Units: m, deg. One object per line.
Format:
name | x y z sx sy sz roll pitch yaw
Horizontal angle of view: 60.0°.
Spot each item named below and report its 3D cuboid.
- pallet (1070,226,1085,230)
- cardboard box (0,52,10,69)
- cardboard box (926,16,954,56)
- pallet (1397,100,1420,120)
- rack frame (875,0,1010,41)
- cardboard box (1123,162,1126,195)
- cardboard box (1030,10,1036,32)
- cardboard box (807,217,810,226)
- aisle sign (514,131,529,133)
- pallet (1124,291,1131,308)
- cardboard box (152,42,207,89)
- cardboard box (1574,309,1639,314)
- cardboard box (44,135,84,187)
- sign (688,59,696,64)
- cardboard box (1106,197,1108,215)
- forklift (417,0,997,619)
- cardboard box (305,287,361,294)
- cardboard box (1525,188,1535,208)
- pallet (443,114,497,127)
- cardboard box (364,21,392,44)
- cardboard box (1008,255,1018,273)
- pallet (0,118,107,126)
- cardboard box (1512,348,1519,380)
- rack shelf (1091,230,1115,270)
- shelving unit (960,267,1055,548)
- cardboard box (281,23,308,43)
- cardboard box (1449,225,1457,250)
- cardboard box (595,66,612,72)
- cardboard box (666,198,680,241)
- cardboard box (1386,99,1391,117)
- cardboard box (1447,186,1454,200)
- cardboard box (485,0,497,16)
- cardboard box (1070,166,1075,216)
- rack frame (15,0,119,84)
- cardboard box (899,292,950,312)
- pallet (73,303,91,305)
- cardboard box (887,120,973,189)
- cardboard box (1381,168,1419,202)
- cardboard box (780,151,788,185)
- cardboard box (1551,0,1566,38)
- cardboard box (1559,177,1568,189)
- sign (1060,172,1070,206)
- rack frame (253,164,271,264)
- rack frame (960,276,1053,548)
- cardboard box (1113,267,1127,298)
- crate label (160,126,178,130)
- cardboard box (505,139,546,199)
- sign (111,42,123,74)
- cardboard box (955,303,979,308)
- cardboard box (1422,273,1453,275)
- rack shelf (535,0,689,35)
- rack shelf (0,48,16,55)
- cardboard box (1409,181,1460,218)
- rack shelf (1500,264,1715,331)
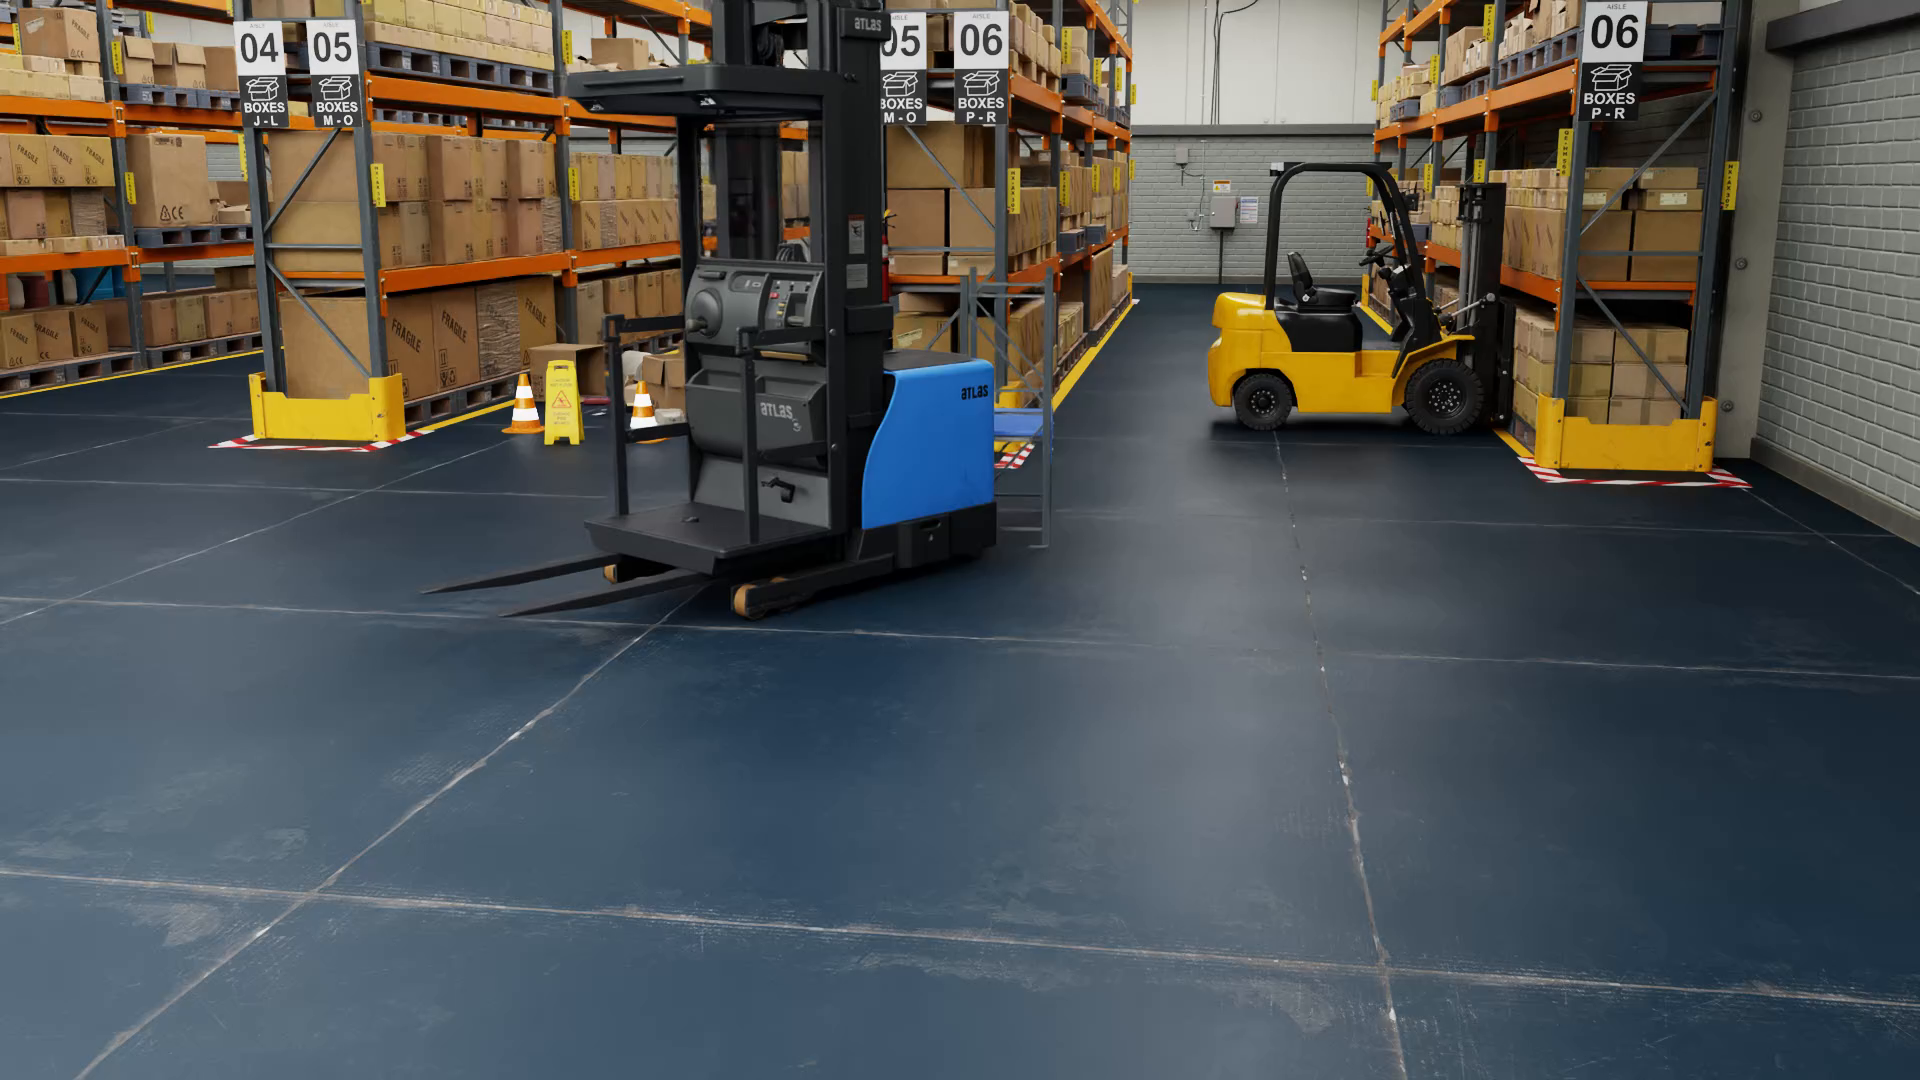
pallet | 0.823 -3.321 18.239 1.003 0.211 1.213 2 12 9
cardboard box | -9.283 -4.553 15.790 0.380 0.149 0.250 2 12 11
cardboard box | -0.331 -3.817 12.613 0.500 0.250 0.500 2 12 8
pallet | 6.281 -5.526 21.340 1.213 0.211 1.003 2 12 9
rack frame | -0.144 -5.096 11.778 1.000 3.000 0.127 2 12 9
cardboard box | 2.348 -5.711 26.261 0.500 0.500 0.500 2 12 8
cardboard box | 0.412 -4.223 13.552 0.380 0.149 0.250 2 12 10
cardboard box | -2.646 -5.168 26.949 0.380 0.149 0.250 1 12 6
aisle sign | -7.760 -7.110 29.195 0.394 0.787 0.004 2 12 9
pallet | 2.271 -3.961 27.374 1.003 0.211 1.213 2 12 9
cardboard box | -9.006 -5.330 18.742 0.797 0.503 0.637 2 12 11
cardboard box | 5.269 -1.761 13.702 0.500 0.250 0.500 2 12 8
cardboard box | -9.193 -3.793 16.657 0.500 0.500 0.500 2 12 9
sign | -3.273 -5.706 20.314 0.100 0.325 0.005 2 12 9
cardboard box | 1.731 -4.520 22.517 0.500 0.250 0.500 2 12 10
forklift | -1.158 -1.181 8.016 1.130 2.935 3.031 11 16 41
cardboard box | -8.579 -3.459 22.470 1.225 0.875 0.875 1 12 6
cardboard box | 4.711 -2.718 13.208 0.380 0.149 0.250 2 12 9
pallet | -7.954 -6.575 25.973 1.003 0.211 1.213 2 12 9
cardboard box | -4.681 -3.961 12.995 0.380 0.149 0.250 2 12 9
cardboard box | 0.259 -2.210 13.223 0.380 0.149 0.250 1 12 7
pallet | -13.180 -6.114 24.072 1.003 0.211 1.213 2 12 9
cardboard box | 4.674 -1.432 13.362 0.500 0.250 0.500 2 12 7
rack shelf | 1.394 -3.893 22.145 1.077 0.370 4.000 2 12 9
shelving unit | 0.280 -0.802 9.653 0.538 1.500 1.048 1 12 3
cardboard box | -5.334 -3.980 13.084 0.380 0.149 0.250 2 12 9
cardboard box | 5.446 -3.191 17.534 0.500 0.250 0.500 2 12 10
cardboard box | -3.963 -5.016 17.890 0.380 0.149 0.250 2 12 9
cardboard box | -3.624 -3.914 20.298 0.500 0.500 0.500 2 12 9
cardboard box | 6.678 -6.467 24.913 0.500 0.250 0.500 2 12 8
cardboard box | 5.570 -3.813 18.288 0.380 0.149 0.250 2 12 9
cardboard box | -4.371 -4.773 14.872 0.380 0.149 0.250 2 12 8
cardboard box | 0.903 -3.588 17.081 0.500 0.500 0.500 2 12 9
rack frame | -9.321 -6.249 17.131 1.000 3.000 0.127 2 12 9
cardboard box | -0.288 -1.962 13.686 0.380 0.149 0.250 2 12 10
pallet | -13.329 -3.365 24.608 1.003 0.211 1.213 2 12 9
cardboard box | -0.281 -2.959 12.789 0.700 0.500 0.500 2 12 7
cardboard box | 6.656 -5.374 25.181 0.500 0.500 0.500 2 12 10
cardboard box | -2.895 -5.569 24.900 0.500 0.500 0.500 2 12 10
cardboard box | 4.628 -3.893 12.402 0.396 0.266 0.258 2 12 9
cardboard box | 4.616 -2.648 12.178 0.380 0.149 0.250 2 12 9
sign | 1.009 -3.403 16.108 0.100 0.325 0.005 2 12 9
rack frame | -12.369 -5.975 30.099 1.000 3.000 0.127 2 12 9
rack frame | 0.251 -0.695 9.157 0.500 1.500 0.032 1 12 3
cardboard box | 2.182 -4.115 26.553 0.875 0.438 0.875 2 12 10
crate label | -12.623 -6.572 26.377 0.293 0.136 0.466 2 12 9
cardboard box | -4.496 -3.542 15.891 0.875 0.550 0.550 2 12 9
sign | -8.783 -5.020 17.319 0.100 0.325 0.005 2 12 9
cardboard box | -0.117 -1.779 14.380 0.500 0.500 0.500 2 12 7
cardboard box | 6.036 -3.296 21.066 0.380 0.149 0.250 2 12 8
rack shelf | -4.128 -5.937 18.338 1.077 0.370 4.000 2 12 9
rack shelf | -17.570 -8.300 28.360 1.077 0.370 4.000 2 12 9
cardboard box | 6.060 -4.270 20.944 0.797 0.503 0.637 2 12 7
rack shelf | 5.069 -2.068 13.675 1.077 0.370 4.000 2 12 9
